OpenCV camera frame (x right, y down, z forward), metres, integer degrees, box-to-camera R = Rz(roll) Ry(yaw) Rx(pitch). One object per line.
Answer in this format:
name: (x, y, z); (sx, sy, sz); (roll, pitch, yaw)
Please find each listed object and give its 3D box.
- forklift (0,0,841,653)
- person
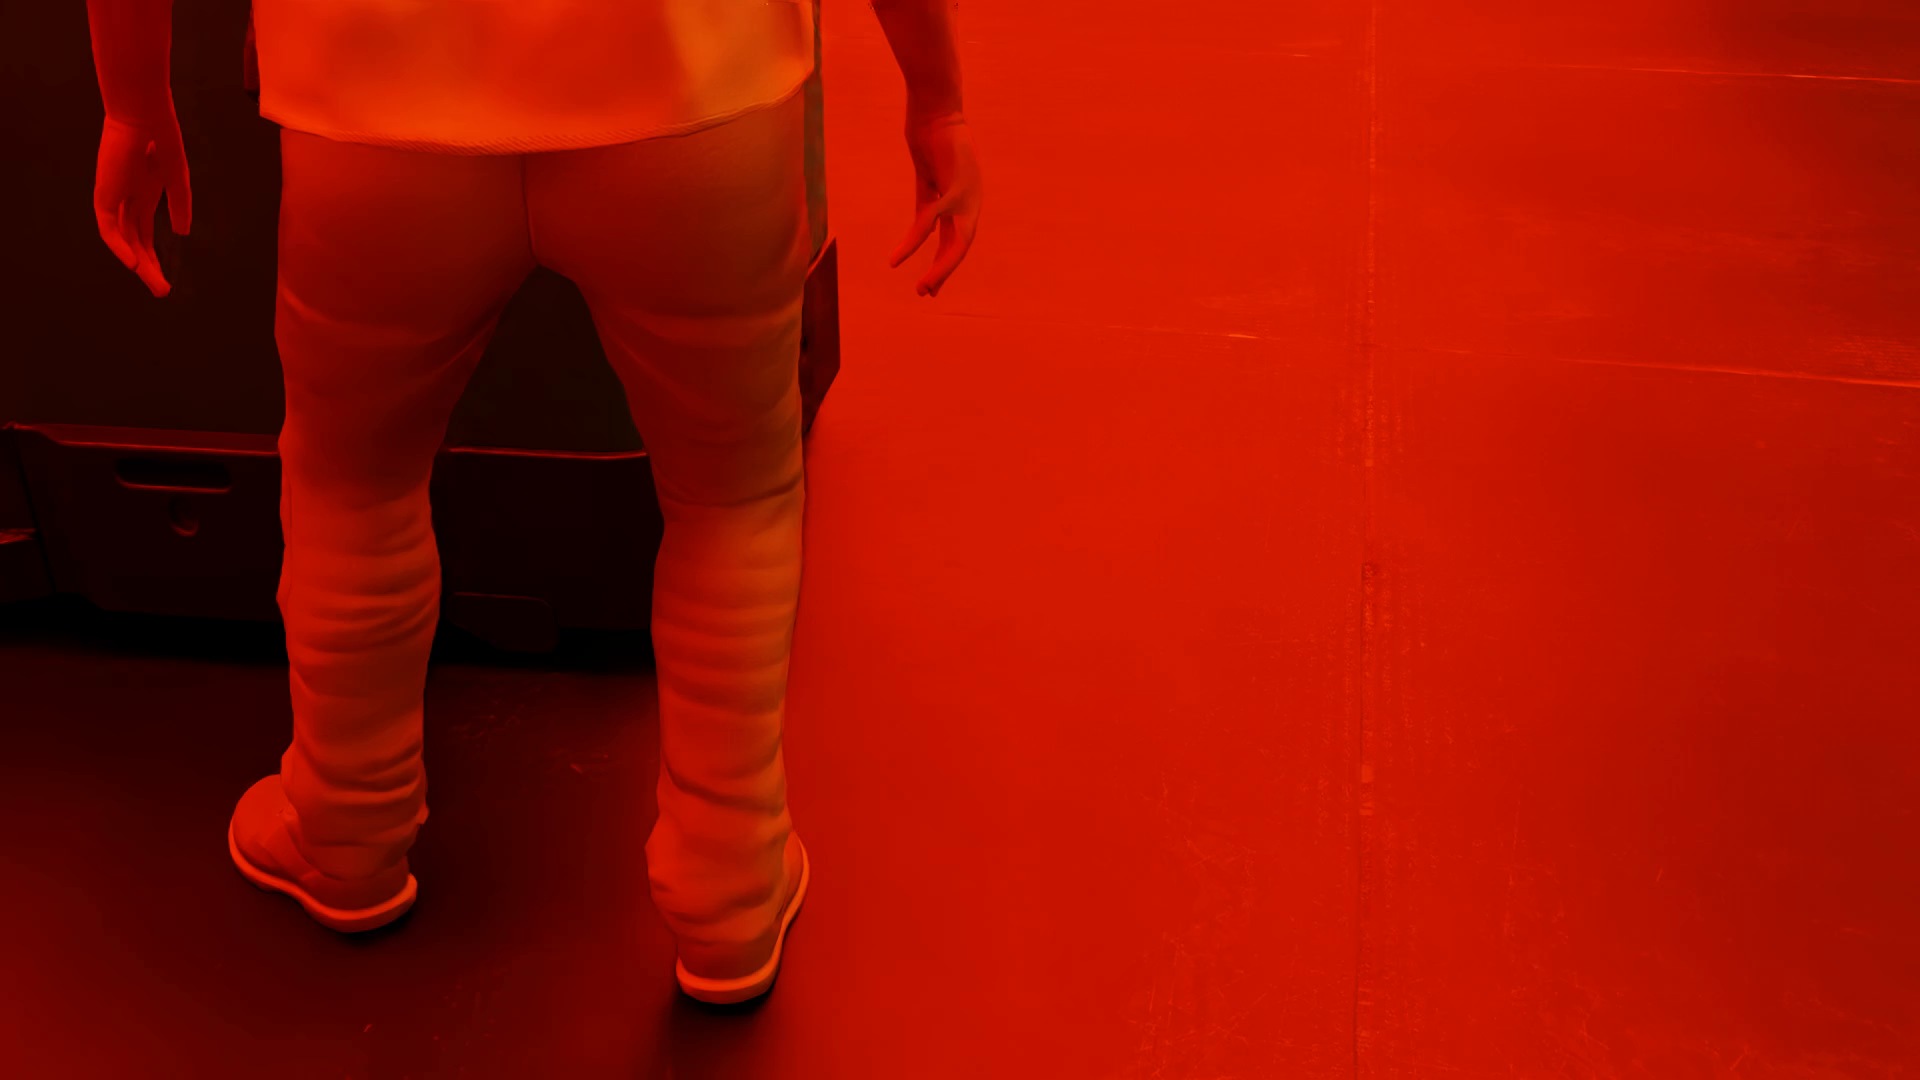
forklift: (-1.769, -1.445, 2.111); (3.031, 2.935, 1.130); (3, 27, 7)
person: (-0.391, -0.356, 1.411); (0.811, 1.633, 0.470); (-2, 27, -3)
